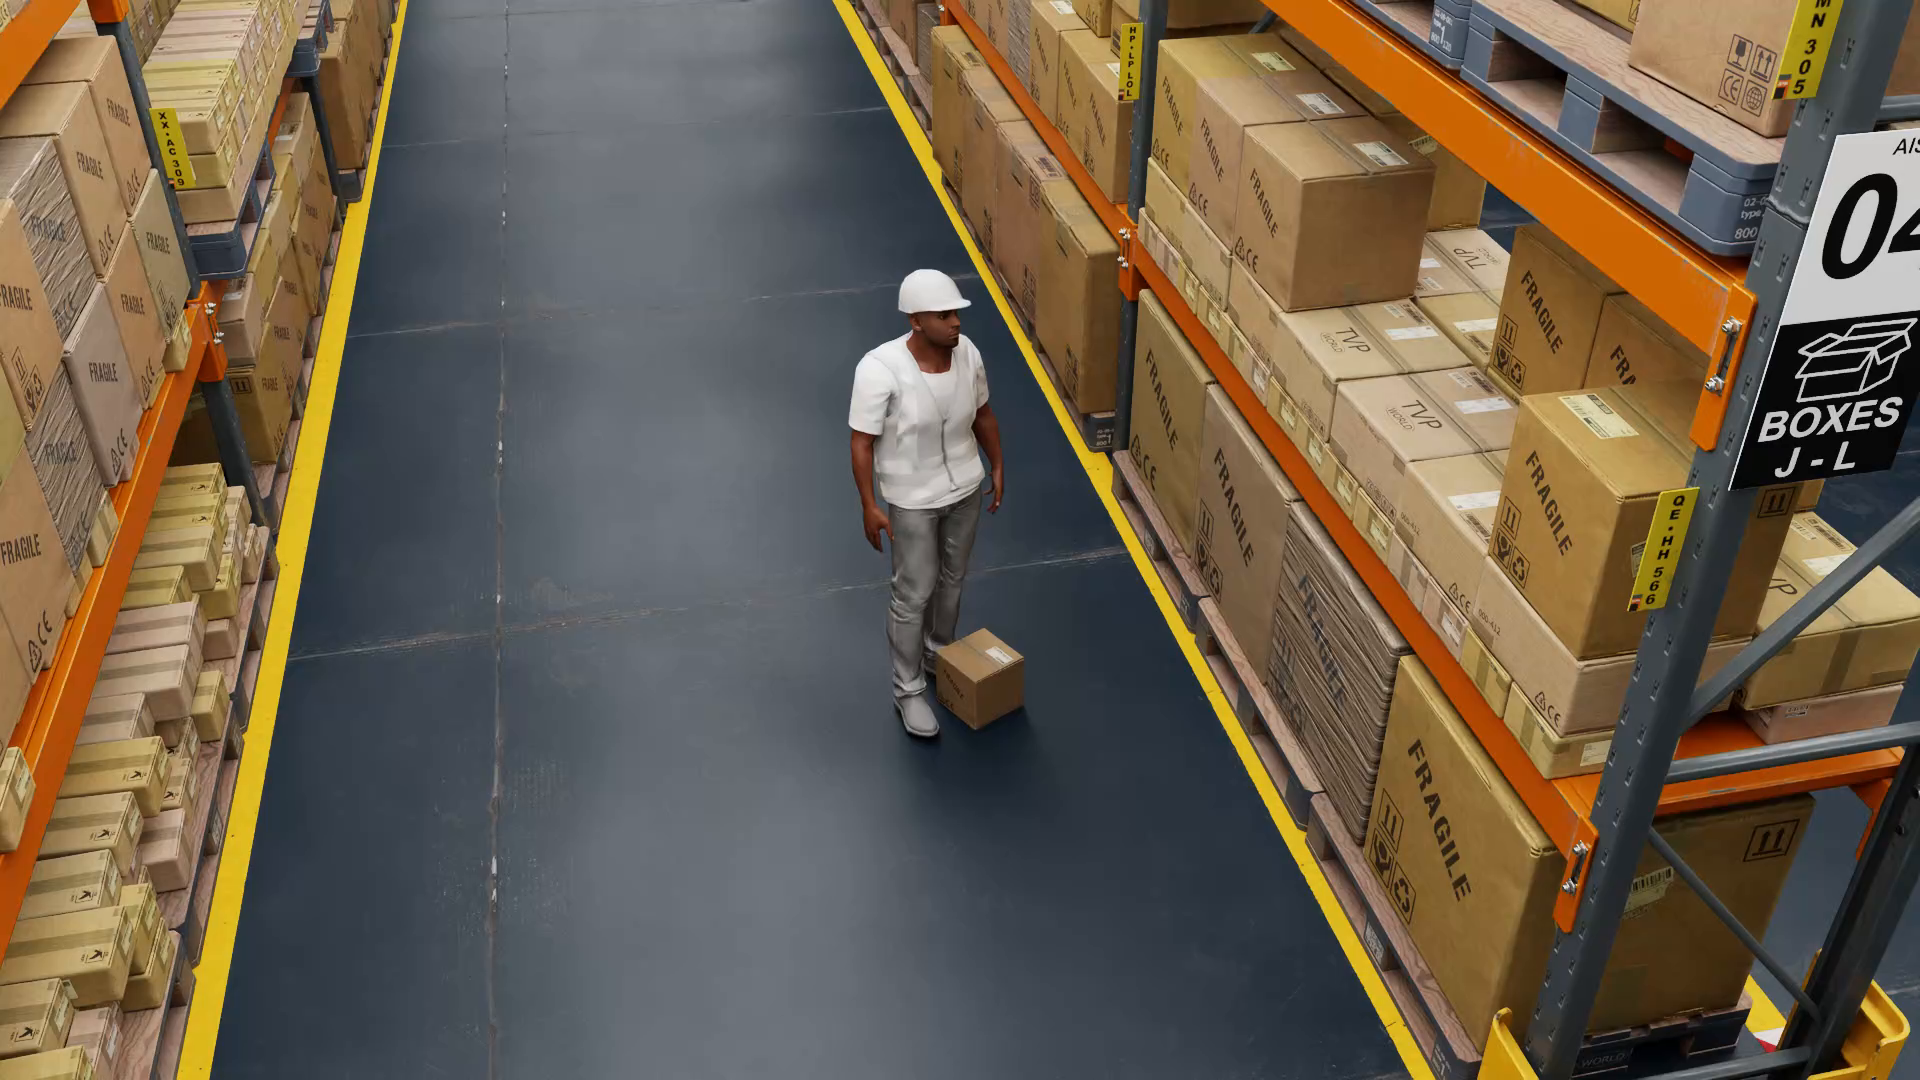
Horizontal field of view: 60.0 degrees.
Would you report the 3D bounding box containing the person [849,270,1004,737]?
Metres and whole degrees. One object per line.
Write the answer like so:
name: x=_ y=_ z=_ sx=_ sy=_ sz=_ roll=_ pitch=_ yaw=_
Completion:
person: x=-0.064 y=-0.158 z=6.339 sx=0.665 sy=1.769 sz=0.574 roll=-23 pitch=40 yaw=-30
